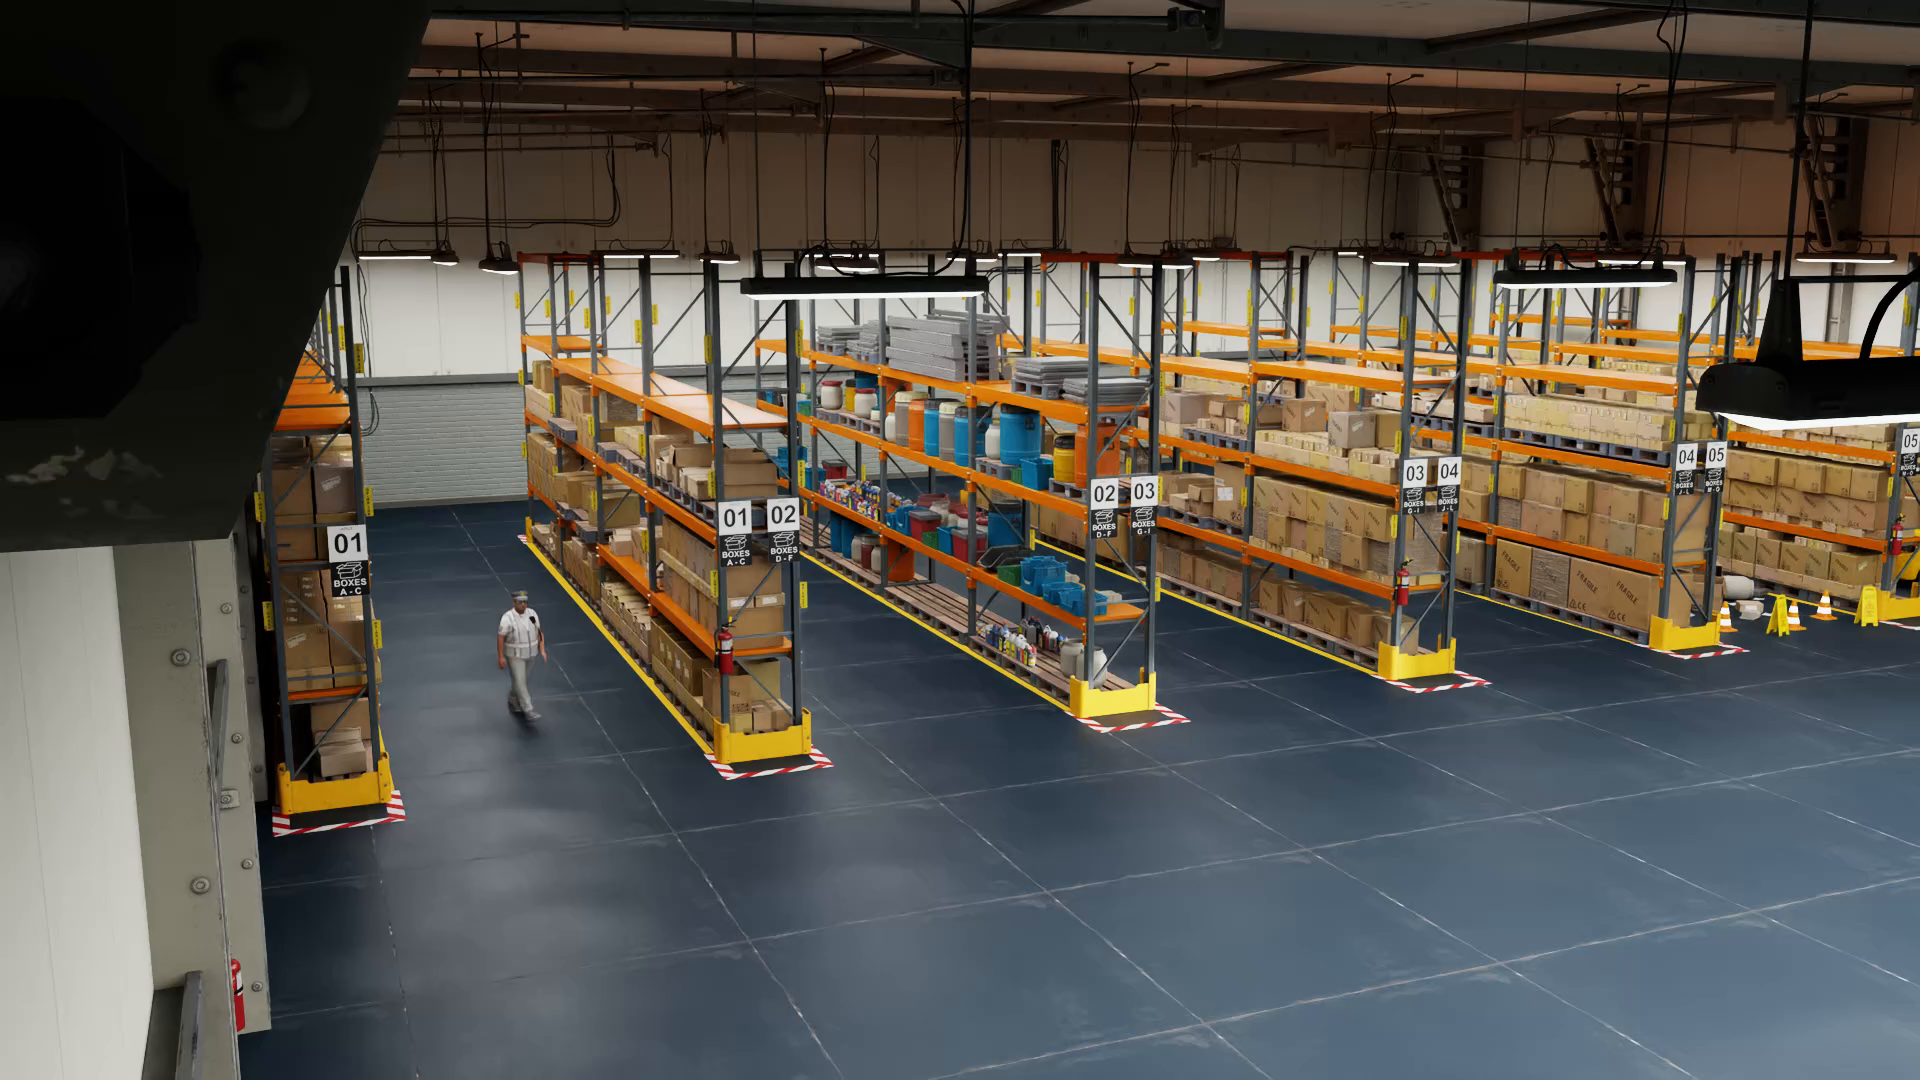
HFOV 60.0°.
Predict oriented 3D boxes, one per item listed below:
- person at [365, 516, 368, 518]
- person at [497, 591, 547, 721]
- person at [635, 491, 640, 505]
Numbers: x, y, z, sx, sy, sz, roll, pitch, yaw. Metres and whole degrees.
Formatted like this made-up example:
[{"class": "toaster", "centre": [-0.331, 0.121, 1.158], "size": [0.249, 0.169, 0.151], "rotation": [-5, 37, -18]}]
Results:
[{"class": "person", "centre": [-13.875, -1.272, 37.392], "size": [1.028, 1.632, 0.472], "rotation": [-2, 11, -12]}, {"class": "person", "centre": [-5.736, 1.504, 21.932], "size": [1.080, 1.707, 0.569], "rotation": [8, 13, 37]}, {"class": "person", "centre": [-7.148, -1.015, 36.256], "size": [0.578, 1.564, 0.733], "rotation": [-2, 11, -12]}]
